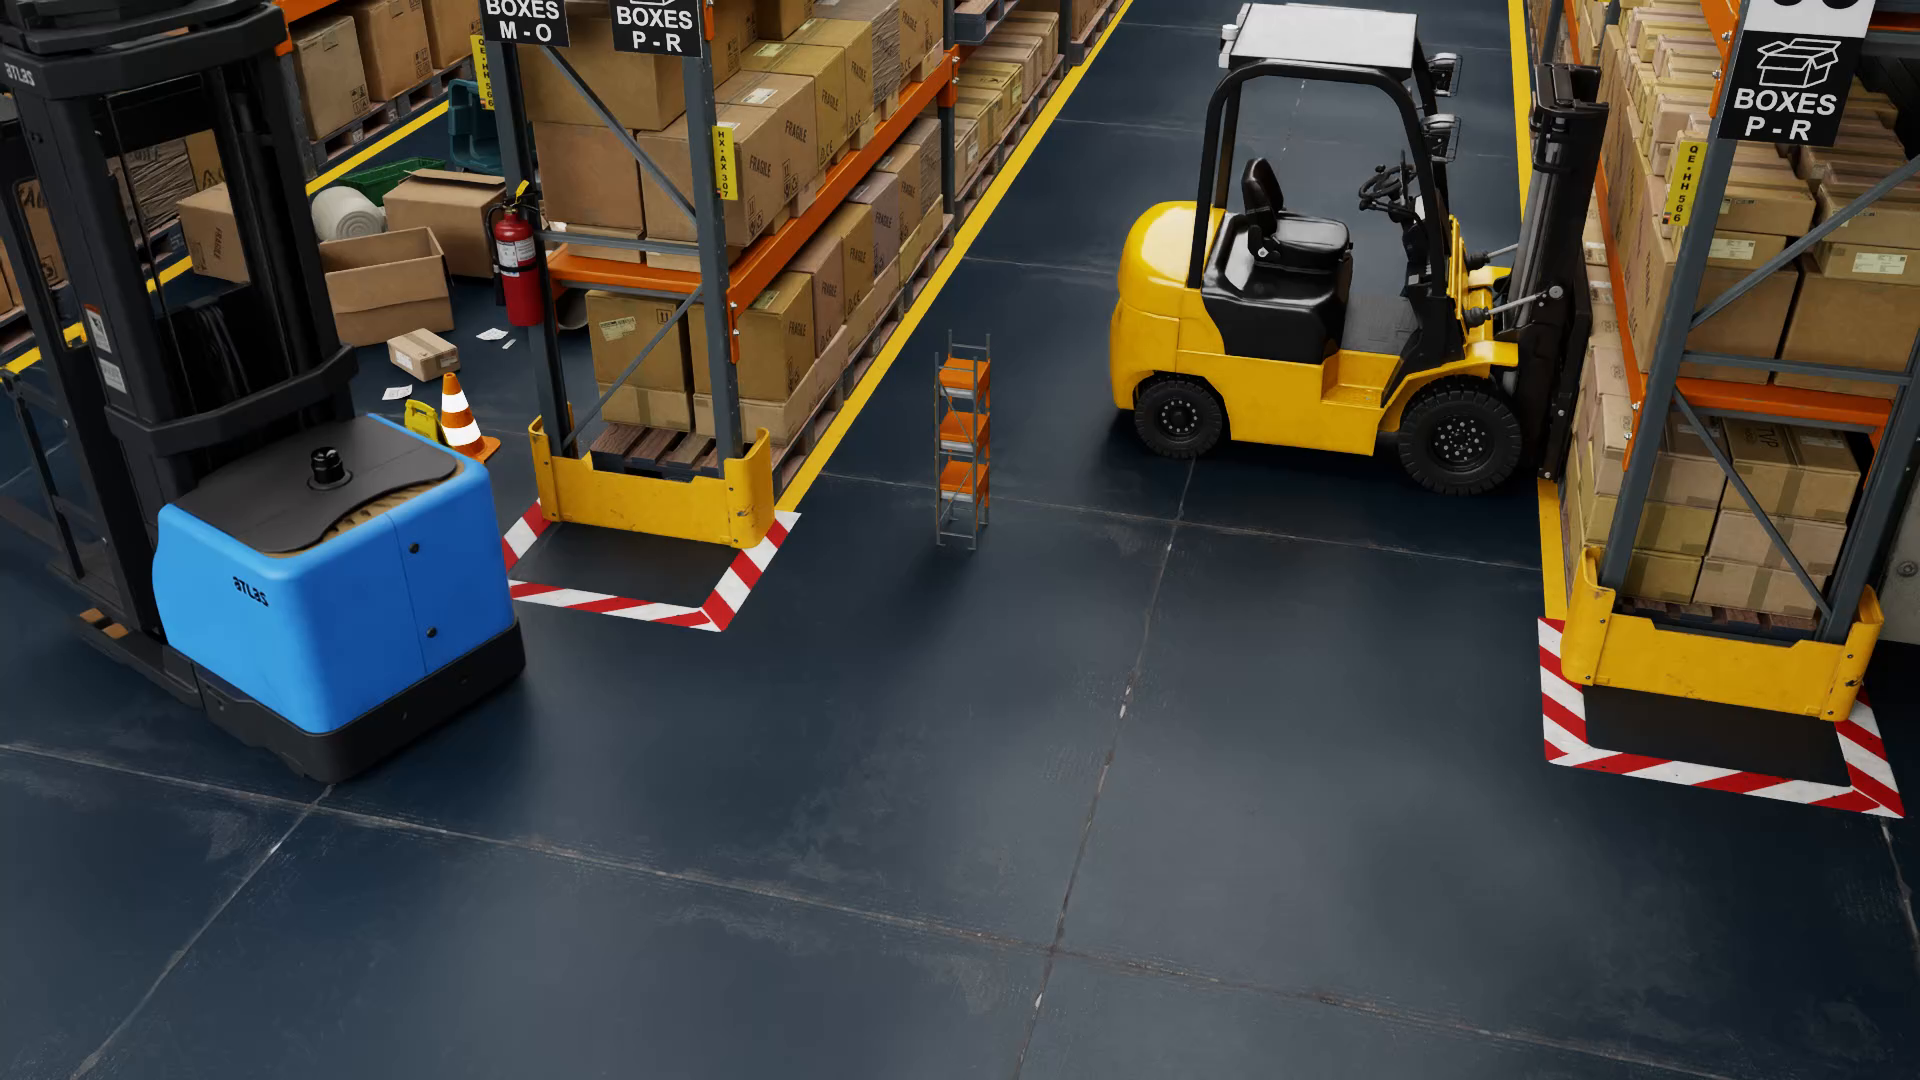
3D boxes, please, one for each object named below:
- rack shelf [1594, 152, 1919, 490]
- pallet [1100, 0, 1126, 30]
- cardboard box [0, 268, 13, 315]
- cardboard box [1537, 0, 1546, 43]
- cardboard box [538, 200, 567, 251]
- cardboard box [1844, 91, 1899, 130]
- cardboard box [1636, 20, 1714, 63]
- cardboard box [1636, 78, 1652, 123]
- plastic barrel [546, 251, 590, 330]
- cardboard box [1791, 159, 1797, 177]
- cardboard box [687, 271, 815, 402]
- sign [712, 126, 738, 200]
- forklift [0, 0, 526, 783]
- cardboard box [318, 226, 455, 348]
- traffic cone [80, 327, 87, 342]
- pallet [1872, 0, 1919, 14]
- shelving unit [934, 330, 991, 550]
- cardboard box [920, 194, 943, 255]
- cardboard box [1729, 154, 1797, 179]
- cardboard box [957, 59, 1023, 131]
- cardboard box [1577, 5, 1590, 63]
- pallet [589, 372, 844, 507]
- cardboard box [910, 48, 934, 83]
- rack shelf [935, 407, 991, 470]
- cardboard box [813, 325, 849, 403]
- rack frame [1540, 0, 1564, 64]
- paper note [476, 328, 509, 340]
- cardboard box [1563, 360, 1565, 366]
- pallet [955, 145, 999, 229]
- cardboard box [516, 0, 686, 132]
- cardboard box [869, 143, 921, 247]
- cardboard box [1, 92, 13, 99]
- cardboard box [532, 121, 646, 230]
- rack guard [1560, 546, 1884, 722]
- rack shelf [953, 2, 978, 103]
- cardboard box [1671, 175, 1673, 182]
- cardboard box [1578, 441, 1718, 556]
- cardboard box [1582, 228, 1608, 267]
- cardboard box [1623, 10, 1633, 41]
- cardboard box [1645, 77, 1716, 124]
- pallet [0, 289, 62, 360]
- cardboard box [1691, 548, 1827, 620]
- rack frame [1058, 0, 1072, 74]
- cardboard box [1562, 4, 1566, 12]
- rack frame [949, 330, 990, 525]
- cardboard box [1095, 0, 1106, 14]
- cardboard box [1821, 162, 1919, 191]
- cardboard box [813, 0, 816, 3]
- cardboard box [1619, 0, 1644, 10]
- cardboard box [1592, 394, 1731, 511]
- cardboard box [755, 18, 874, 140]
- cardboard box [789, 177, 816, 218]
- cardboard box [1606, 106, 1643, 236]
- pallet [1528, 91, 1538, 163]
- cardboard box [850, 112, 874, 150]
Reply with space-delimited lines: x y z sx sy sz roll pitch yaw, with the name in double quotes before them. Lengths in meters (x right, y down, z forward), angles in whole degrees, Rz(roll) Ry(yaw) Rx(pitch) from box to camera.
"rack shelf" 3.761 -1.404 8.334 1.077 0.370 4.000 8 33 12
"pallet" 1.066 -5.349 16.467 1.003 0.211 1.213 8 33 12
"cardboard box" -6.254 -1.607 9.571 0.875 0.875 0.875 8 33 13
"cardboard box" 5.450 -4.723 14.822 0.500 0.500 0.500 9 34 14
"cardboard box" -2.816 -2.135 11.361 0.258 0.266 0.396 -14 35 -21
"cardboard box" 3.979 -1.916 7.493 0.380 0.149 0.250 7 33 11
"cardboard box" 3.661 -2.523 8.447 0.380 0.149 0.250 8 33 12
"cardboard box" 3.521 -2.132 8.111 0.380 0.149 0.250 7 33 11
"plastic barrel" -2.489 -1.535 10.270 0.421 0.421 0.512 -21 38 -29
"cardboard box" 3.789 -1.525 7.155 0.380 0.149 0.250 7 33 11
"cardboard box" -1.071 -1.071 8.611 0.500 0.500 0.500 7 33 11
"sign" -1.024 -1.635 7.220 0.100 0.325 0.005 8 33 12
"forklift" -3.377 -0.902 6.937 3.031 2.935 1.130 22 38 30
"cardboard box" -3.552 -1.547 10.214 0.797 0.503 0.637 -14 35 -21
"traffic cone" -4.854 -0.977 9.356 0.336 0.463 0.334 8 33 12
"pallet" 3.458 -2.262 6.299 1.003 0.211 1.213 8 33 12
"shelving unit" 0.014 -0.471 8.012 0.215 1.050 0.252 8 33 12
"cardboard box" -0.424 -2.093 10.918 0.500 0.250 0.500 10 34 15
"cardboard box" 3.173 -1.458 6.773 0.380 0.149 0.250 8 33 12
"cardboard box" -0.049 -3.495 13.010 0.950 0.372 0.625 9 34 14
"cardboard box" 4.265 -3.241 10.692 0.500 0.250 0.500 8 33 12
"pallet" -1.289 -0.623 9.034 1.003 0.211 1.213 8 33 12
"cardboard box" -0.377 -2.975 10.368 0.380 0.149 0.250 9 33 13
"rack shelf" 0.014 -0.462 8.018 0.215 0.259 0.240 8 33 12
"cardboard box" -0.940 -1.006 9.207 0.500 0.250 0.500 9 34 14
"rack frame" 5.284 -4.821 13.038 1.000 3.000 0.127 8 33 12
"paper note" -2.874 -1.268 10.227 0.148 0.019 0.142 20 38 29
"cardboard box" 3.448 -0.761 8.823 0.500 0.250 0.500 9 34 14
"pallet" -0.338 -2.647 12.217 1.003 0.211 1.213 8 33 12
"cardboard box" -1.630 -2.228 7.657 0.700 0.500 0.500 7 33 11
"cardboard box" -0.552 -2.145 10.301 0.500 0.500 0.500 9 33 13
"cardboard box" -5.930 -2.789 9.702 0.875 0.550 0.550 8 33 12
"cardboard box" -1.678 -1.831 7.963 0.500 0.500 0.500 7 33 12
"rack guard" 3.247 0.397 7.159 1.175 0.500 0.348 8 33 12
"rack shelf" -0.026 -4.154 12.659 1.077 0.370 4.000 8 33 12
"cardboard box" 3.231 -1.467 7.064 0.380 0.149 0.250 9 33 13
"cardboard box" 3.074 -0.193 7.463 0.500 0.250 0.500 8 33 12
"cardboard box" 3.587 -1.453 8.978 0.500 0.250 0.500 9 34 14
"cardboard box" 3.869 -2.798 9.157 0.380 0.149 0.250 9 33 14
"cardboard box" 3.367 -2.002 7.628 0.380 0.149 0.250 9 33 13
"pallet" -6.235 -1.214 9.963 1.003 0.211 1.213 8 33 12
"cardboard box" 3.567 0.085 7.492 0.500 0.250 0.500 8 33 13
"rack frame" 0.481 -5.495 14.098 1.000 3.000 0.127 8 33 12
"cardboard box" 5.164 -4.508 13.880 0.380 0.149 0.250 6 33 10
"rack frame" 0.045 -0.534 8.112 0.200 1.050 0.008 8 33 12
"cardboard box" 0.967 -5.585 15.829 0.875 0.875 0.875 8 33 13
"cardboard box" 3.673 -1.386 6.659 0.380 0.149 0.250 9 34 14
"cardboard box" -1.160 -3.292 9.329 0.700 0.500 0.500 7 33 11
"cardboard box" 3.901 -3.062 9.296 0.380 0.149 0.250 9 33 13
"cardboard box" 3.068 -0.390 7.308 0.500 0.250 0.500 9 34 14
"cardboard box" -0.783 -2.518 9.045 0.500 0.500 0.500 7 33 11
"cardboard box" -0.957 -1.771 8.474 0.380 0.149 0.250 9 33 13
"cardboard box" 3.512 -1.800 8.192 0.500 0.500 0.500 8 33 13
"pallet" 5.037 -3.223 13.123 1.003 0.211 1.213 8 33 12
"cardboard box" -0.699 -2.311 9.323 0.380 0.149 0.250 8 33 13
